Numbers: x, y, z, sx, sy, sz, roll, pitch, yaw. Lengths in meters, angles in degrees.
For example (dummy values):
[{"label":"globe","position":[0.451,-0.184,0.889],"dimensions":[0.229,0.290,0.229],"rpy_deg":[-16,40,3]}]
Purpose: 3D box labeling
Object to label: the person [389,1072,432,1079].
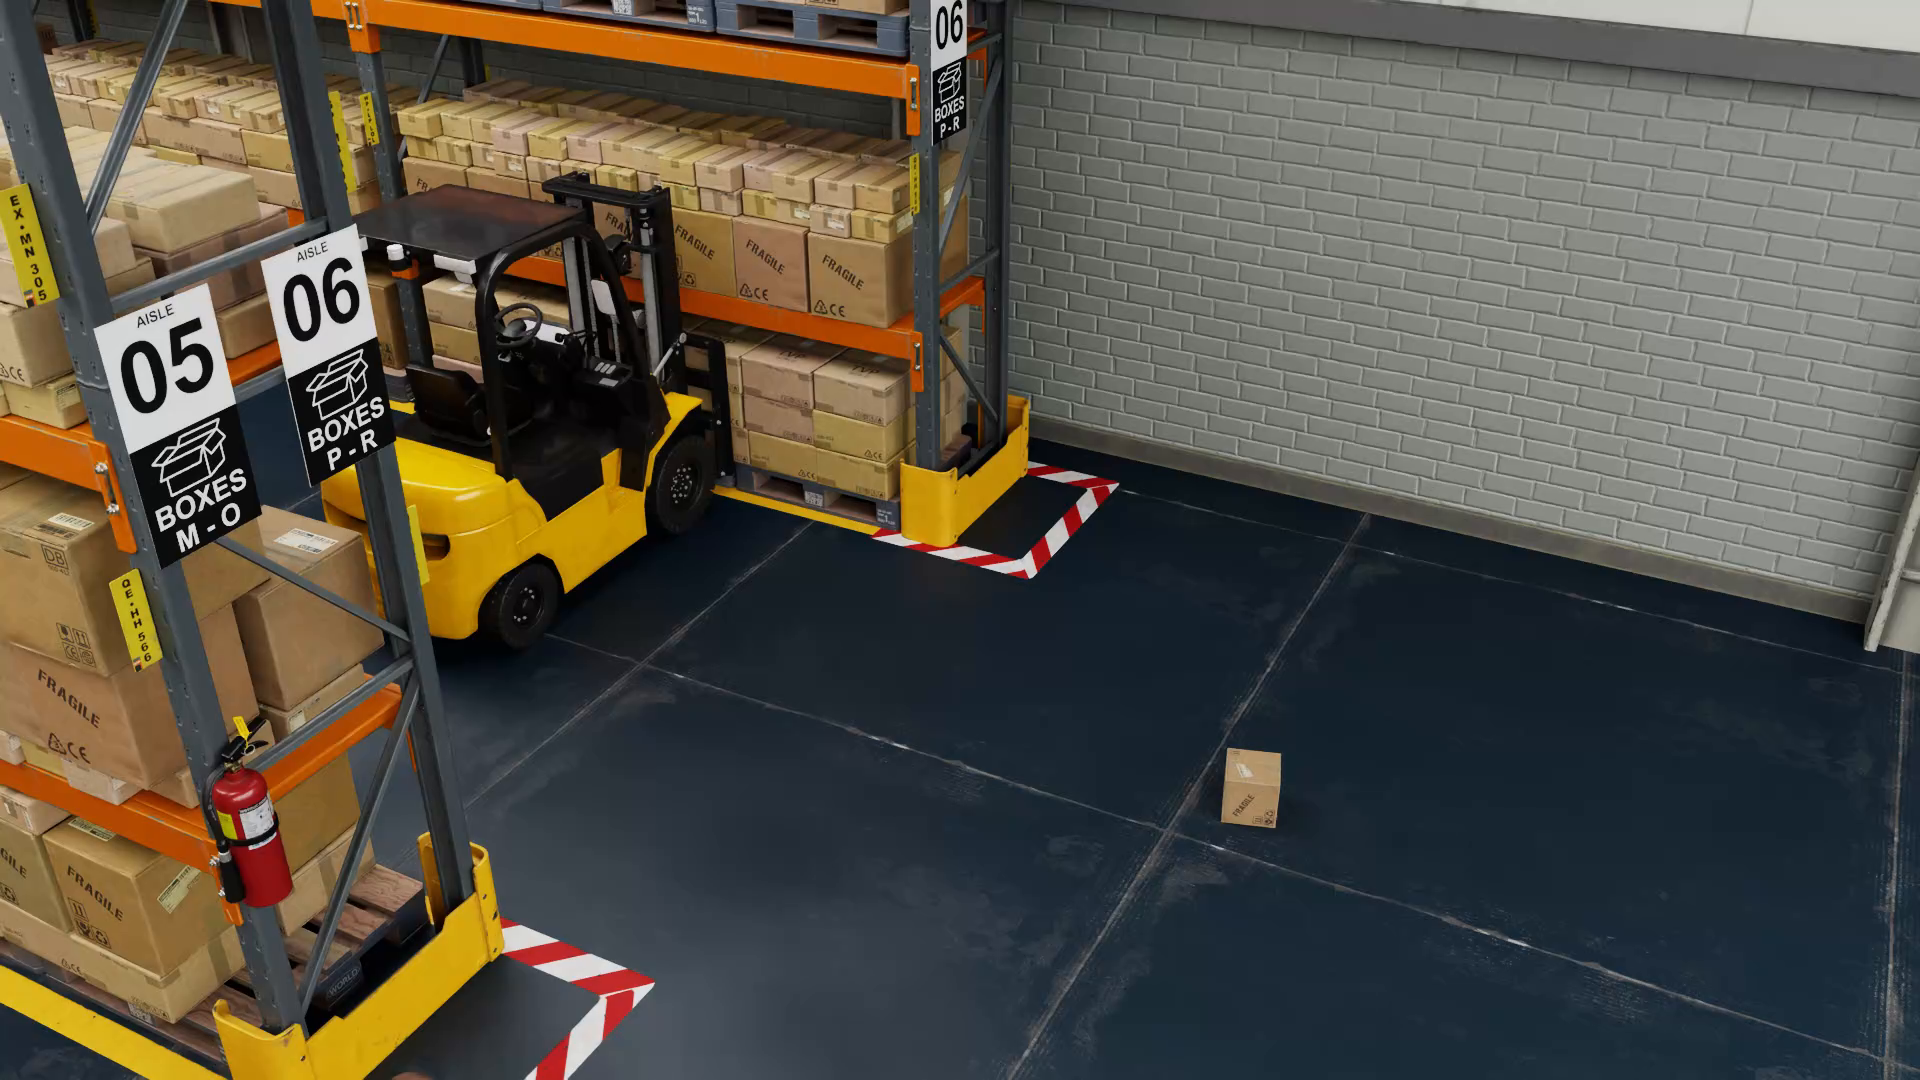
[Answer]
[{"label":"person","position":[-1.470,2.131,4.602],"dimensions":[0.526,1.674,1.029],"rpy_deg":[18,34,28]}]
